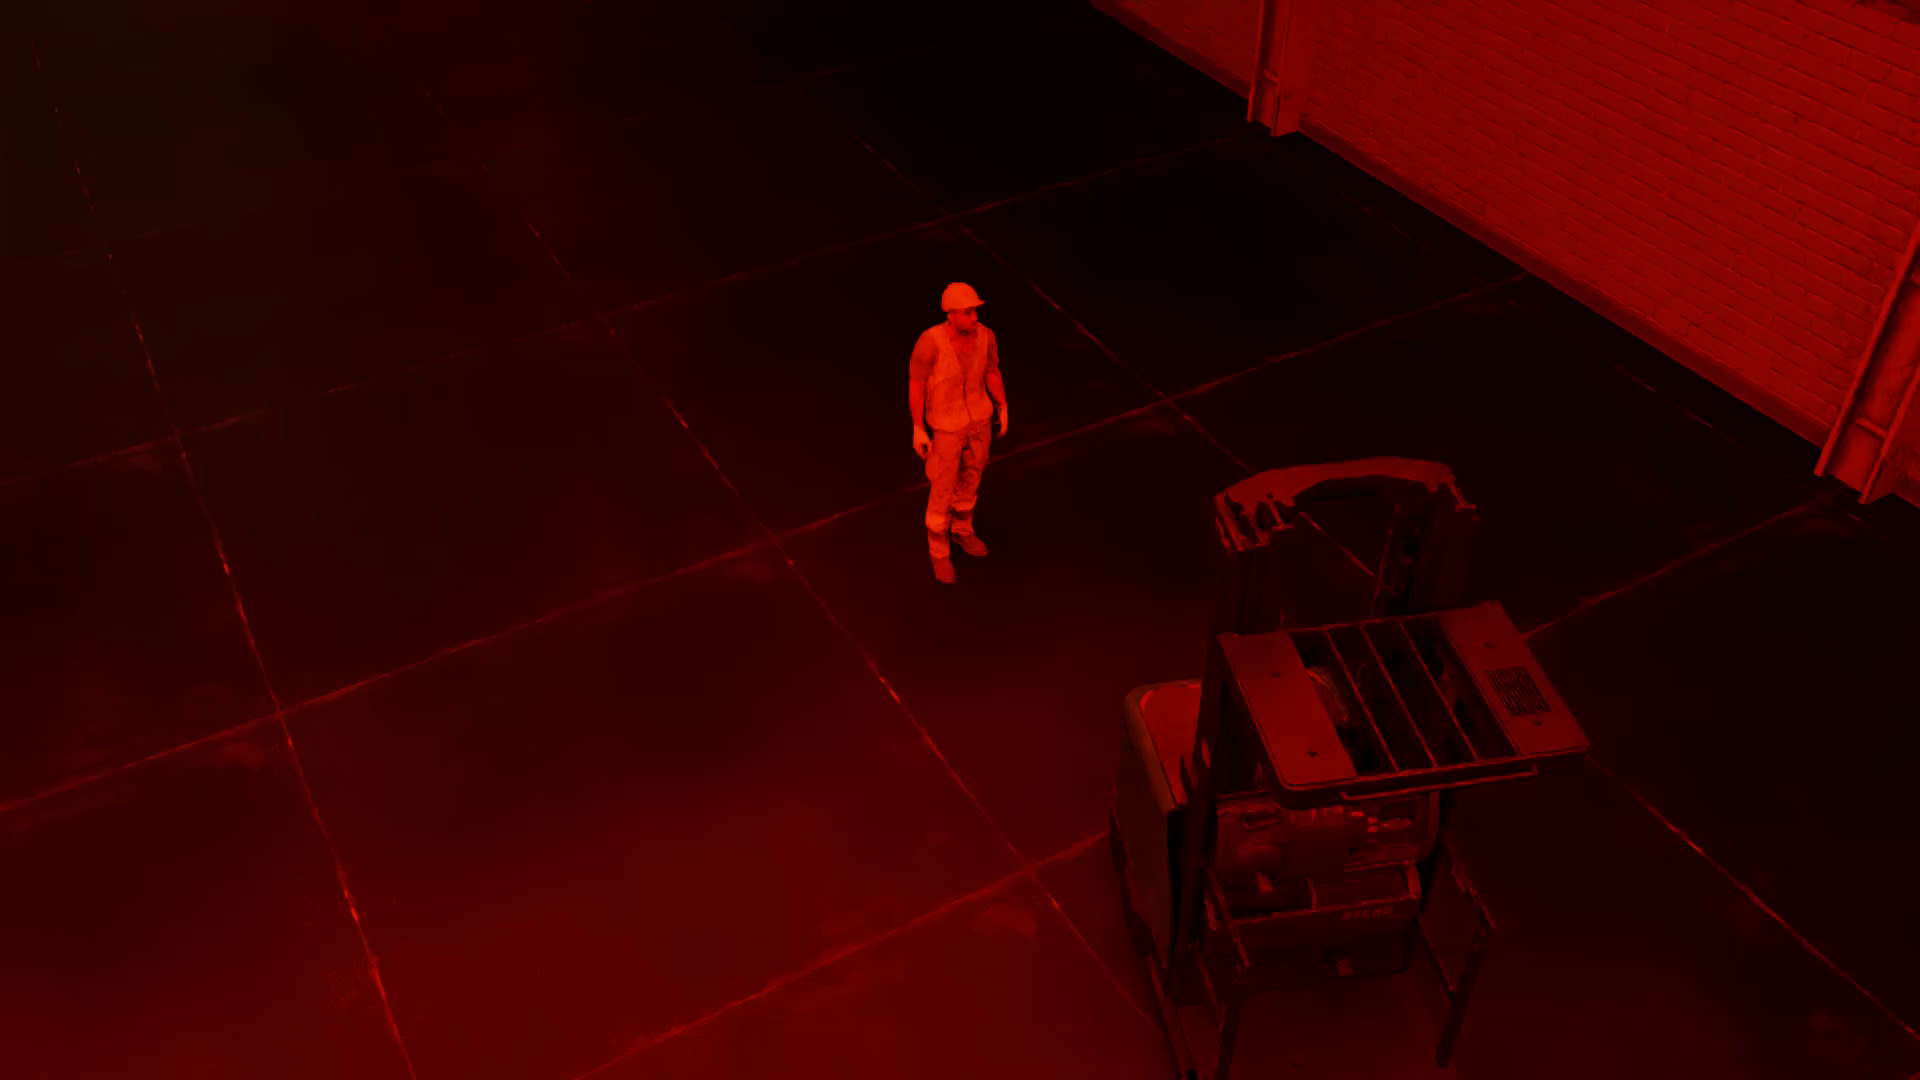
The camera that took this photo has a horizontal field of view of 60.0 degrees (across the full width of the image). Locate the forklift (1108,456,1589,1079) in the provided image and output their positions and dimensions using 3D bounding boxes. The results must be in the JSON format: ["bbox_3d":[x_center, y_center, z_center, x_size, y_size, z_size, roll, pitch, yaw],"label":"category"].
[{"bbox_3d":[1.517,1.262,6.515,1.130,2.935,3.031,-7,40,-8],"label":"forklift"}]

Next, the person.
[{"bbox_3d":[0.031,-0.646,9.699,0.637,1.787,0.563,-20,44,-23],"label":"person"}]
